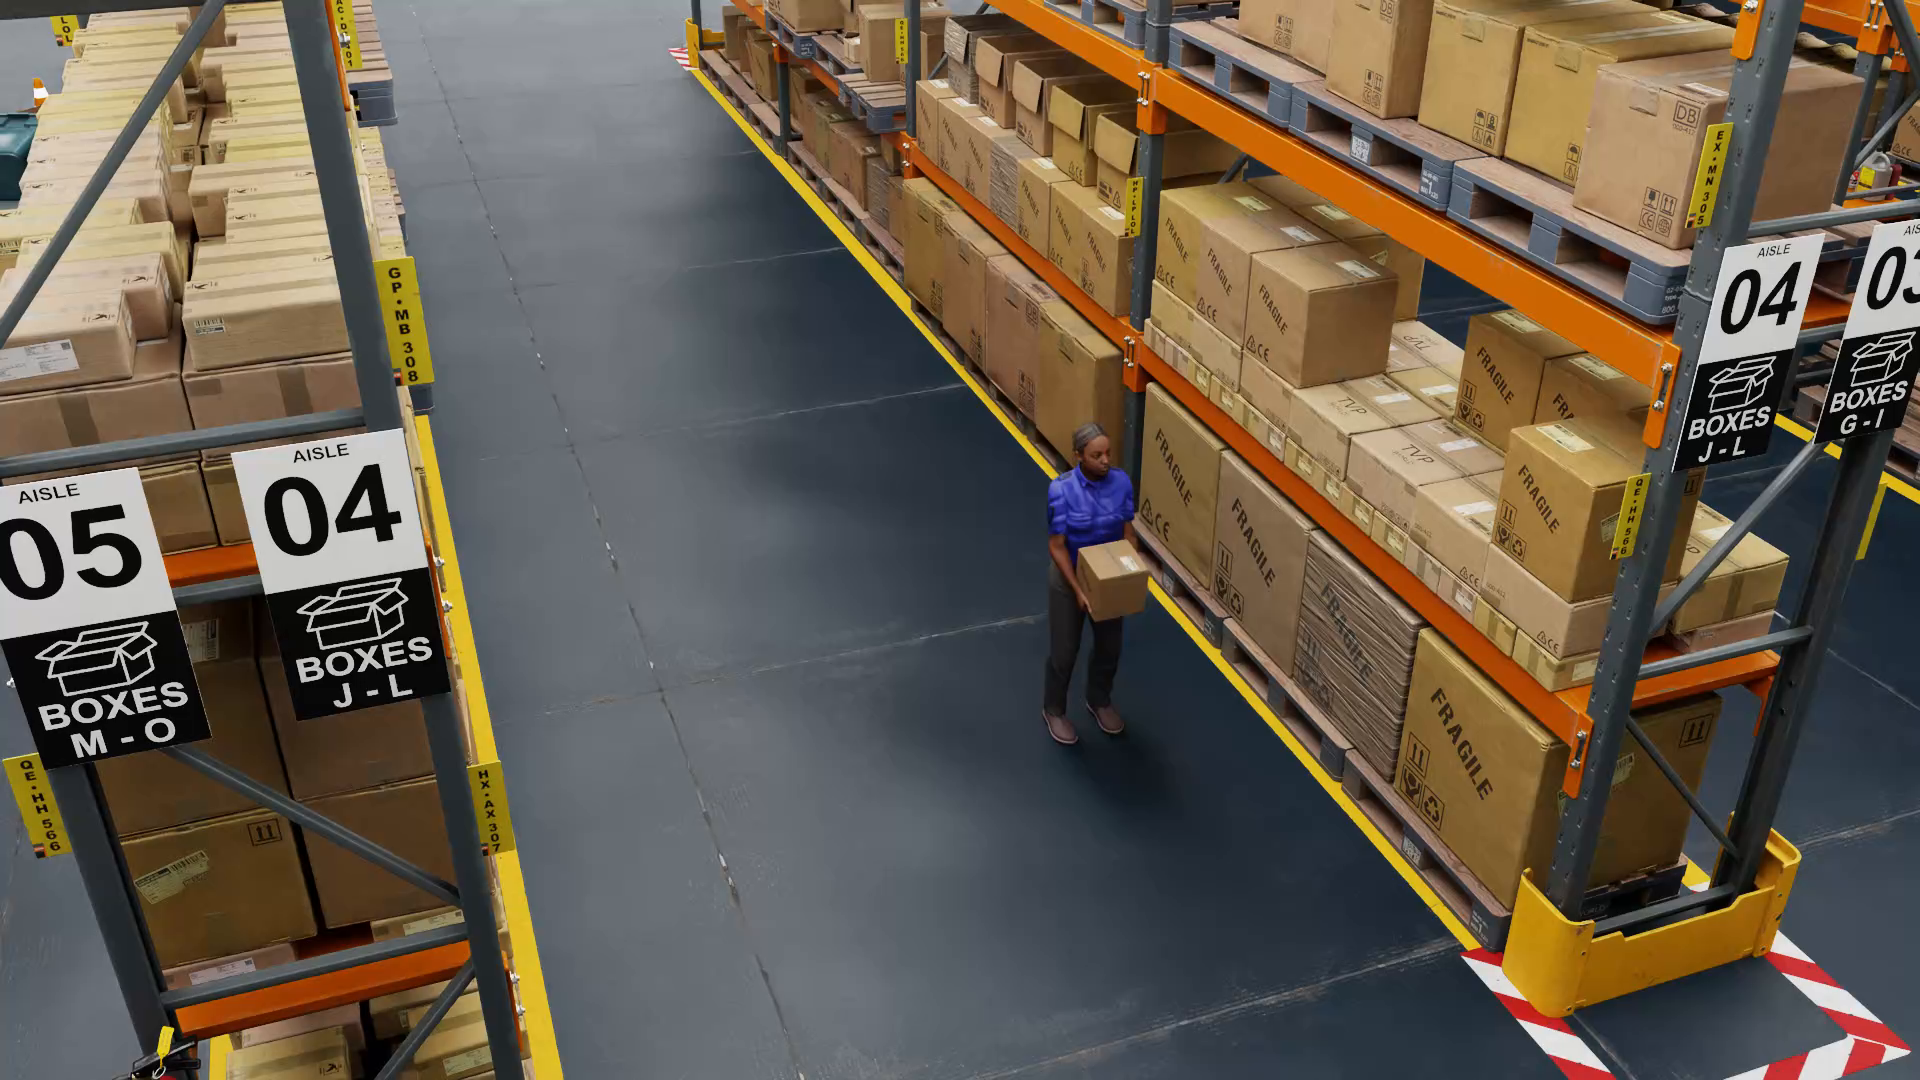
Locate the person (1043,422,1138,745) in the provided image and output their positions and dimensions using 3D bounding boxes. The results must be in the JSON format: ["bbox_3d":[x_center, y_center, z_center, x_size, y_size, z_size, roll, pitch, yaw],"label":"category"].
[{"bbox_3d":[0.641,0.254,7.925,0.448,1.642,0.505,-10,32,-17],"label":"person"}]
